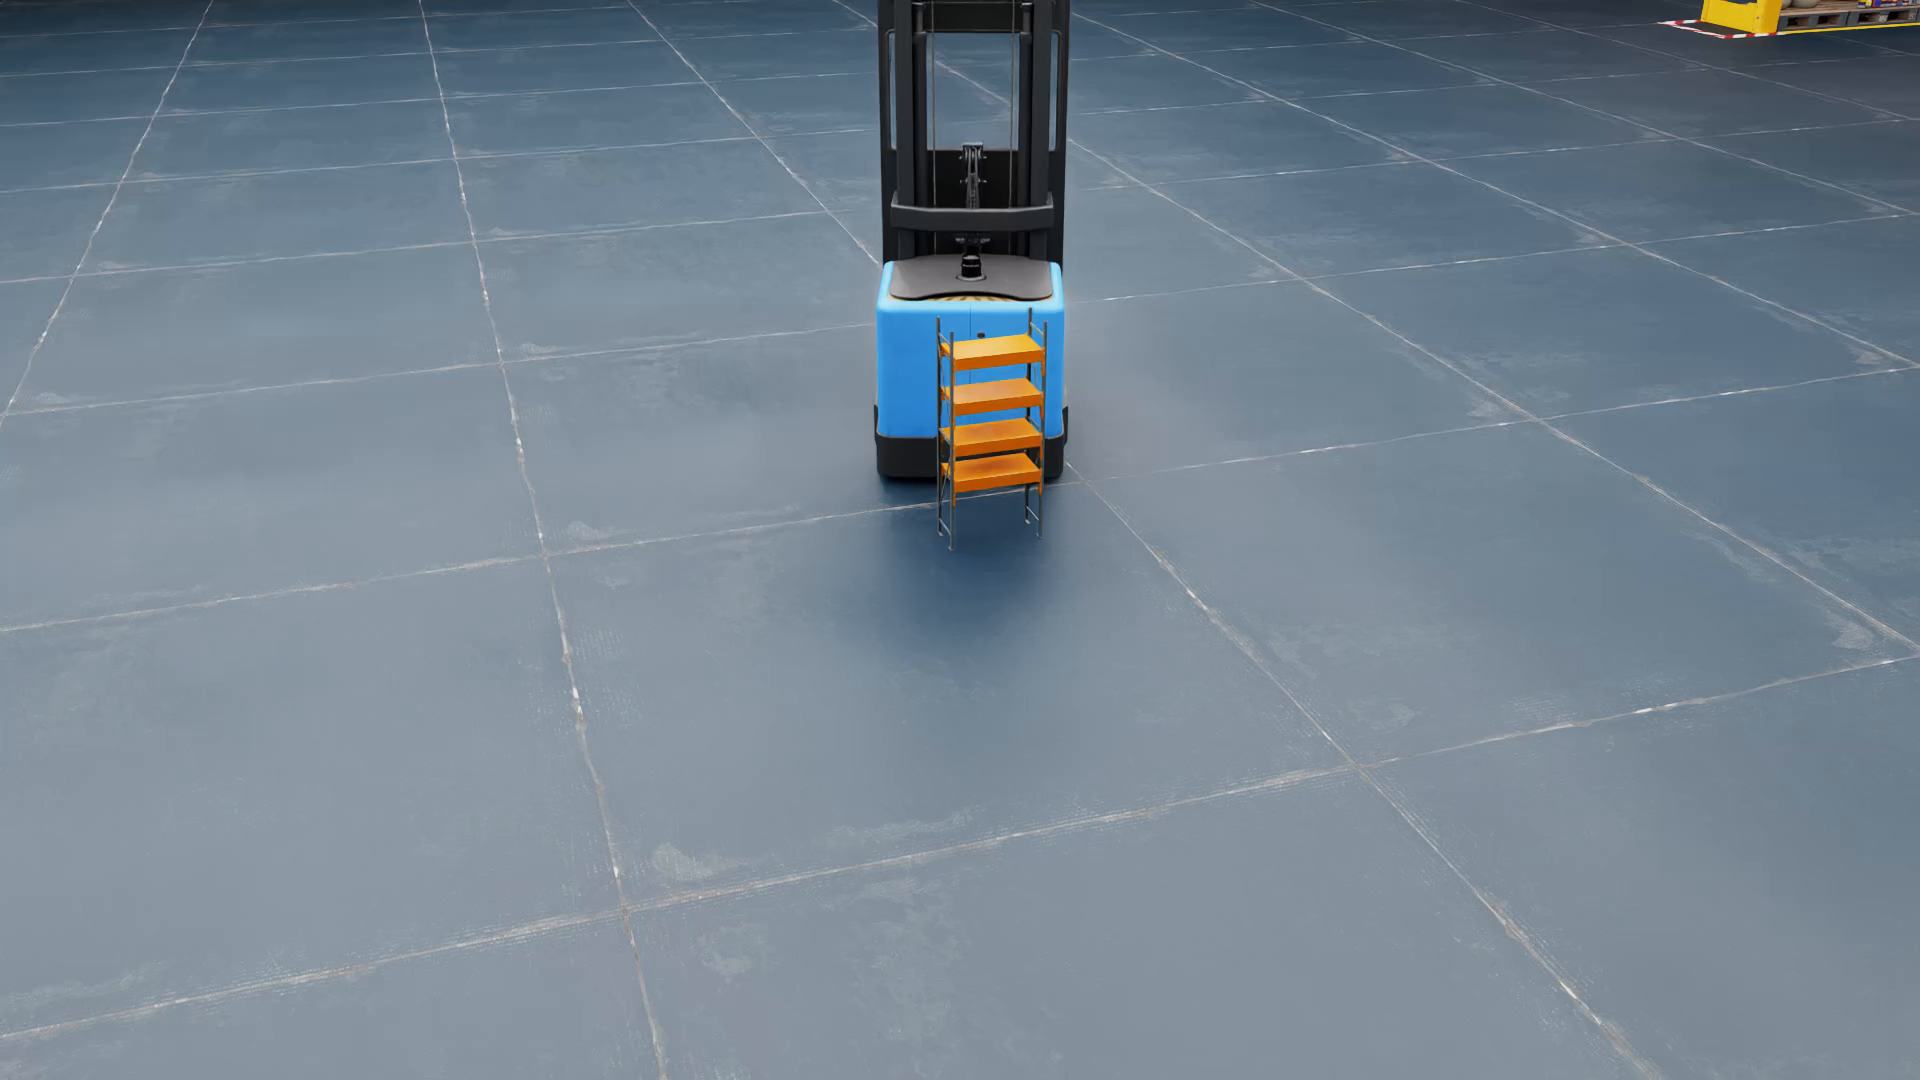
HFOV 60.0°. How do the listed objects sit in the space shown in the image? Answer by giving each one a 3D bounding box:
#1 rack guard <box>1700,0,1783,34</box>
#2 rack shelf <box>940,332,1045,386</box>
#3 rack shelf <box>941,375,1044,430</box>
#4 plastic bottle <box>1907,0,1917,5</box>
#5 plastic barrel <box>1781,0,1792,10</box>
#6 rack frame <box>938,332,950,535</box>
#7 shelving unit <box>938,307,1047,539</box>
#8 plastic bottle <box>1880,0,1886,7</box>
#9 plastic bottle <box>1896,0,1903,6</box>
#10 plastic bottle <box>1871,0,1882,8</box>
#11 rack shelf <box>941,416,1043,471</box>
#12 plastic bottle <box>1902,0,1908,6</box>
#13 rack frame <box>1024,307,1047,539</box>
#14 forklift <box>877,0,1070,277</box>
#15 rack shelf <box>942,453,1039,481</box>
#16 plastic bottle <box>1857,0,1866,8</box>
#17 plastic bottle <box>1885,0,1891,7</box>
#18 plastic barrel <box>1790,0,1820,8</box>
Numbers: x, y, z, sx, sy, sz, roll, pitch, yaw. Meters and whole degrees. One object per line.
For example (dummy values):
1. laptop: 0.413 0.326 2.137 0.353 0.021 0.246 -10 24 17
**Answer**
1. rack guard: 10.831 -7.380 23.053 0.348 0.500 1.175 -8 28 -16
2. rack shelf: 0.157 -0.912 8.354 0.480 0.148 0.258 -8 28 -16
3. rack shelf: 0.157 -0.700 8.460 0.480 0.148 0.258 -8 28 -16
4. plastic bottle: 13.408 -7.695 23.444 0.135 0.276 0.152 -8 27 -15
5. plastic barrel: 11.375 -7.666 23.143 0.421 0.512 0.421 0 26 0
6. rack frame: -0.074 -0.526 8.461 0.006 1.046 0.228 -8 28 -16
7. shelving unit: 0.160 -0.561 8.530 0.499 1.200 0.258 -8 28 -16
8. plastic bottle: 12.920 -7.609 23.277 0.097 0.271 0.097 0 26 0
9. plastic bottle: 13.207 -7.651 23.361 0.097 0.271 0.097 0 26 0
10. plastic bottle: 12.815 -7.591 23.227 0.133 0.283 0.061 -8 27 -15
11. rack shelf: 0.157 -0.500 8.559 0.480 0.148 0.258 -8 28 -16
12. plastic bottle: 13.304 -7.633 23.405 0.097 0.201 0.097 0 26 0
13. rack frame: 0.389 -0.594 8.597 0.015 1.200 0.240 -8 28 -16
14. forklift: 0.086 -2.271 10.028 1.121 2.935 3.031 0 26 1
15. rack shelf: 0.157 -0.370 8.624 0.457 0.021 0.221 -8 28 -16
16. plastic bottle: 12.594 -7.562 23.182 0.097 0.271 0.097 0 26 0
17. plastic bottle: 13.015 -7.623 23.305 0.097 0.271 0.097 0 26 0
18. plastic barrel: 11.852 -7.735 23.282 0.421 0.512 0.421 0 26 0
